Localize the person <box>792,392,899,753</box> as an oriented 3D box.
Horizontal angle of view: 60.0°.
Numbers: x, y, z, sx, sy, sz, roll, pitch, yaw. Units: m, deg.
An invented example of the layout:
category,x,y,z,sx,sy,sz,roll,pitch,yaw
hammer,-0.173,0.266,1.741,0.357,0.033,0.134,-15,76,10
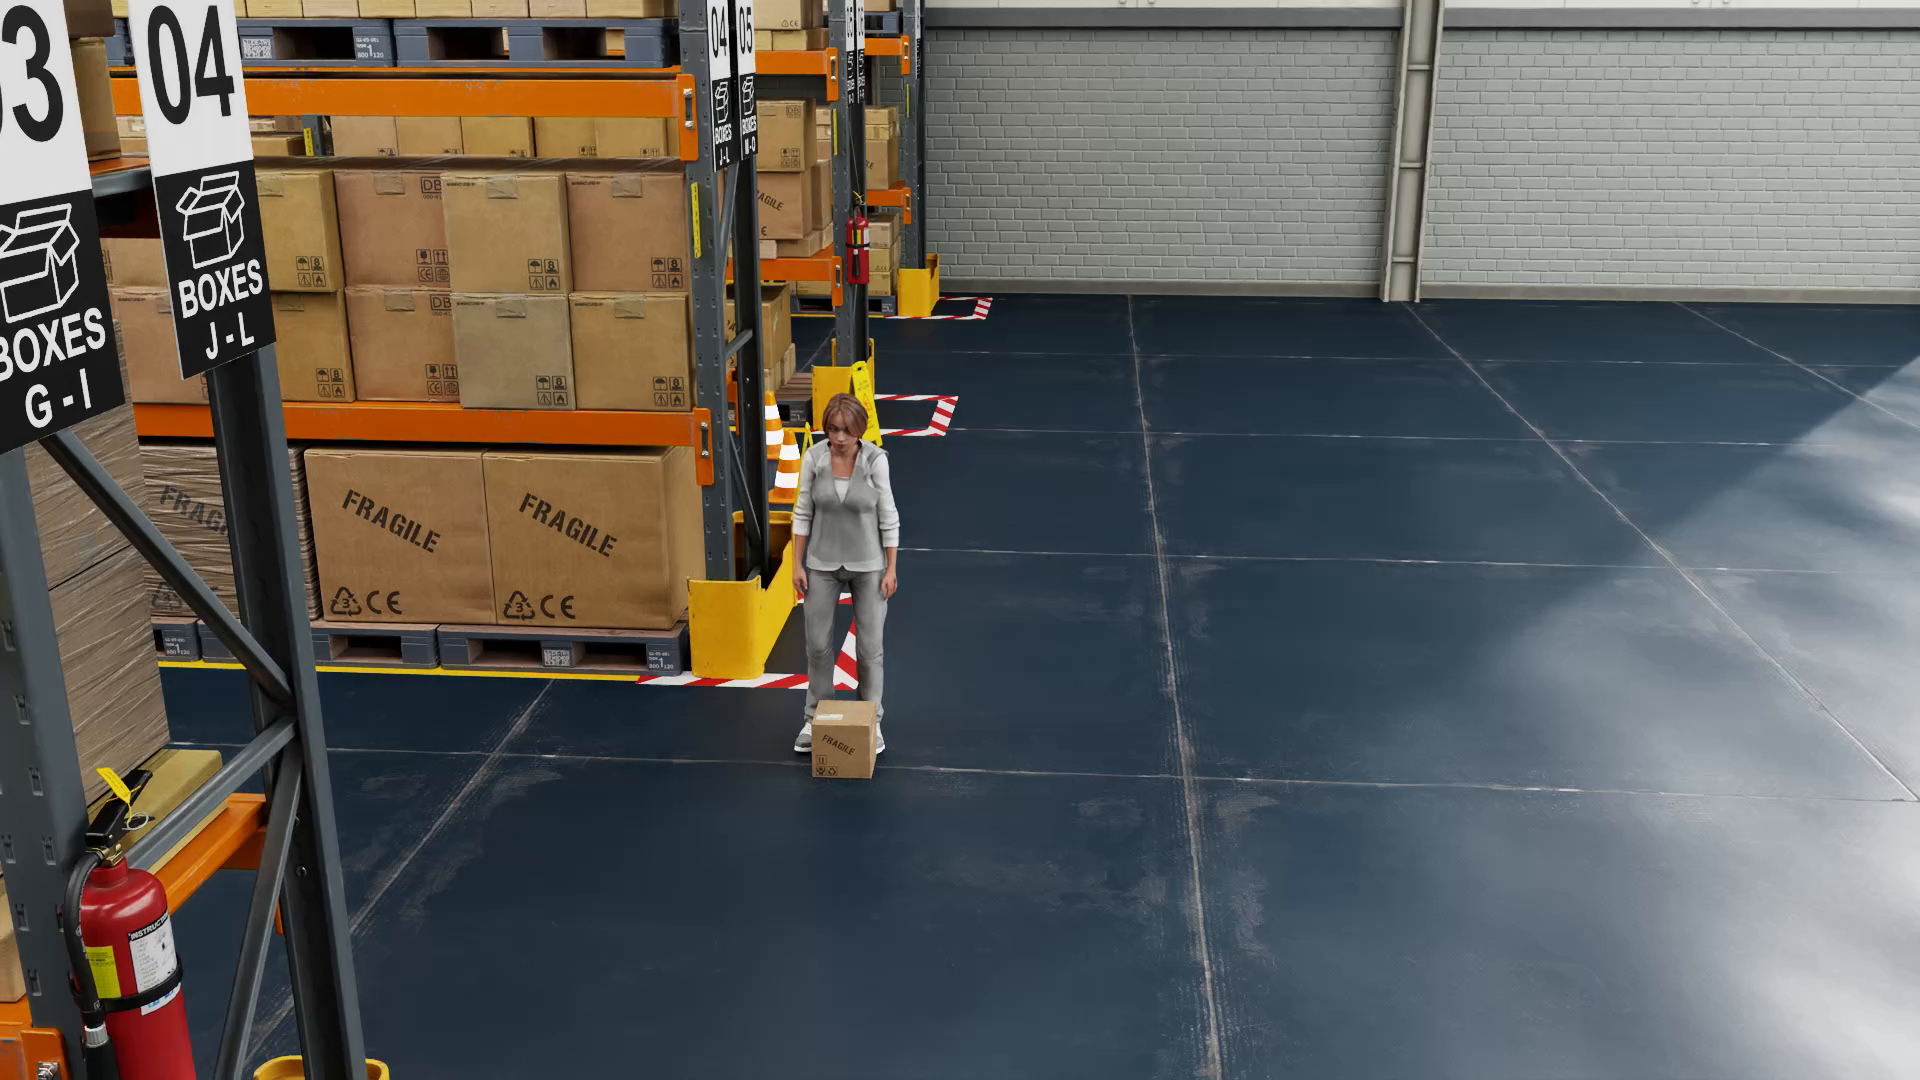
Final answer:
category,x,y,z,sx,sy,sz,roll,pitch,yaw
person,-0.489,0.138,7.140,0.460,1.593,0.346,1,18,4
